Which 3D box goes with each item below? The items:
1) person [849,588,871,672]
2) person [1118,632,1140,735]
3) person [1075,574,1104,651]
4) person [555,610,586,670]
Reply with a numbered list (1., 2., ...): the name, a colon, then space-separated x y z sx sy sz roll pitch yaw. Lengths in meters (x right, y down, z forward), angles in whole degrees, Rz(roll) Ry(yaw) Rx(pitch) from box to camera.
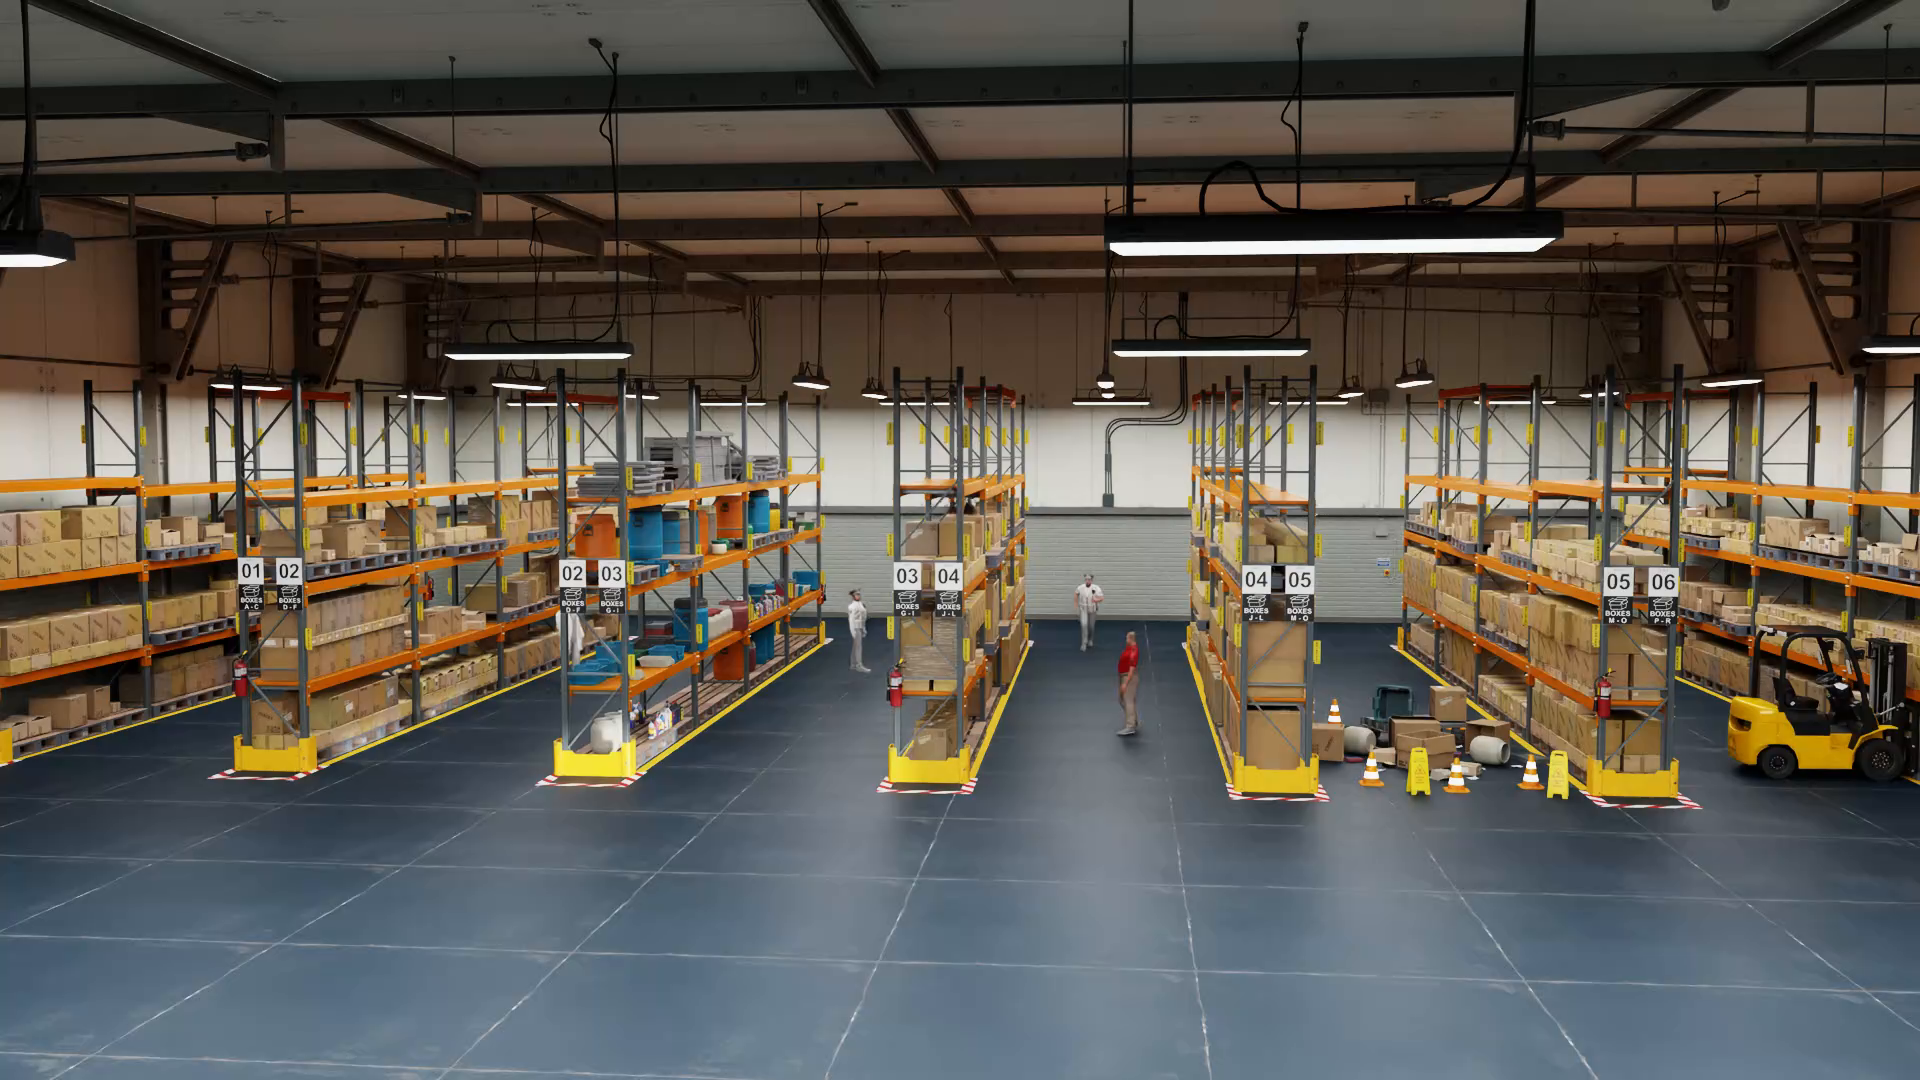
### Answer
1. person: -2.029 1.832 33.943 0.528 1.690 0.485 1 4 15
2. person: 2.849 2.413 28.094 0.454 1.764 0.645 0 4 -6
3. person: 3.040 1.663 39.125 0.672 1.761 1.015 0 4 3
4. person: -7.870 2.055 33.718 0.620 1.811 0.529 -3 5 -41
